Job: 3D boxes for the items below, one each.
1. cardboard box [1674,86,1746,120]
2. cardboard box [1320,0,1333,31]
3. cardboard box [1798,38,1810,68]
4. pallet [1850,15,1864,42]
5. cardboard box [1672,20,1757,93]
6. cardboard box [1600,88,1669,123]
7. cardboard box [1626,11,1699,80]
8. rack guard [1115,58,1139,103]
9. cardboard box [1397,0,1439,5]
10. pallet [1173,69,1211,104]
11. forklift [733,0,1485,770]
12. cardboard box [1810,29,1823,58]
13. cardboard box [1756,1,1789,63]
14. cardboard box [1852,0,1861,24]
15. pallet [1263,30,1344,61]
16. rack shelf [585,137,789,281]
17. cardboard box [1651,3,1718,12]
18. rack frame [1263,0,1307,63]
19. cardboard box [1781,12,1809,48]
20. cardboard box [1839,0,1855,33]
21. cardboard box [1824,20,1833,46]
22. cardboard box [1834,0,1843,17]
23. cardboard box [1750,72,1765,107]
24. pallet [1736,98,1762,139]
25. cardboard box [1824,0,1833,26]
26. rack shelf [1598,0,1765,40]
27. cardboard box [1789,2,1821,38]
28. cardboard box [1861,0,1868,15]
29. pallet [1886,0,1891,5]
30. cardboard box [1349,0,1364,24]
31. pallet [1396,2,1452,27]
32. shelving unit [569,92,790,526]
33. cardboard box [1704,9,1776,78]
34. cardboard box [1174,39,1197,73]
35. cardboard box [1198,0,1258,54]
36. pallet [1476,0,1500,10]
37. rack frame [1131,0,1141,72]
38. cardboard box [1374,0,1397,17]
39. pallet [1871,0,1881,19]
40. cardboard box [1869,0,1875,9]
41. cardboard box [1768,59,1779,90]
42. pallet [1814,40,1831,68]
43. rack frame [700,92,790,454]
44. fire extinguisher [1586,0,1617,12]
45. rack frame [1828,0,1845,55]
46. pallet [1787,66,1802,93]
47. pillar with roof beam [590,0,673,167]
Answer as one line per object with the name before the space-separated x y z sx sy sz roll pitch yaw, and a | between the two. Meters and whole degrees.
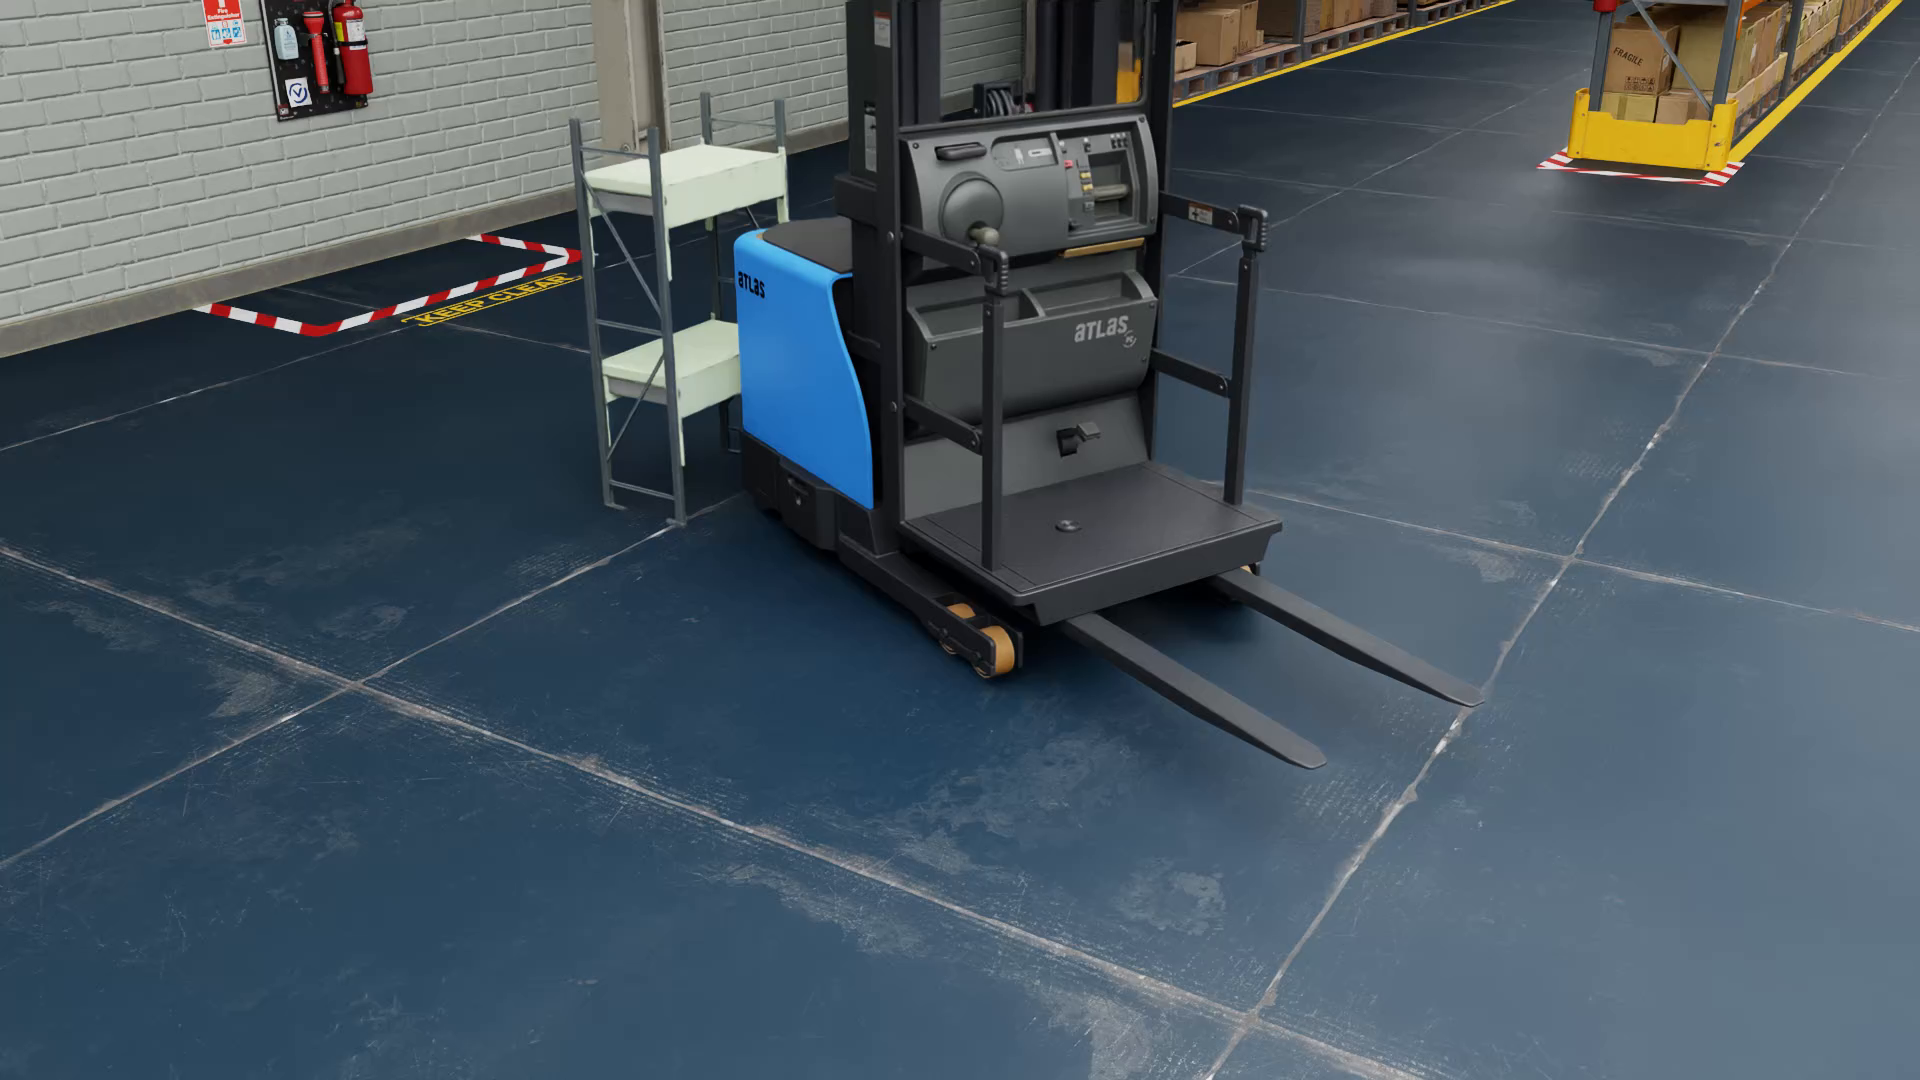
cardboard box | 6.192 -3.633 13.800 0.500 0.250 0.500 14 27 29
cardboard box | 3.963 -6.277 19.567 0.700 0.500 0.500 13 27 28
cardboard box | 8.263 -4.936 16.809 0.500 0.250 0.500 15 27 30
pallet | 10.749 -6.473 20.937 1.003 0.211 1.213 14 27 29
cardboard box | 6.193 -3.977 13.650 0.500 0.500 0.500 14 27 29
cardboard box | 5.491 -3.572 13.659 0.500 0.250 0.500 14 27 29
cardboard box | 6.004 -4.258 14.298 0.500 0.500 0.500 14 27 29
rack guard | 1.289 -4.314 15.586 1.175 0.500 0.348 14 27 29
cardboard box | 5.968 -7.563 22.121 0.750 0.750 0.750 13 27 28
pallet | 1.747 -4.448 16.260 1.003 0.211 1.213 14 27 29
forklift | 0.365 -1.123 5.154 1.130 2.935 3.031 -15 27 -30
cardboard box | 8.803 -5.283 17.610 0.500 0.250 0.500 14 27 30
cardboard box | 7.237 -4.655 15.216 0.500 0.500 0.500 14 27 29
cardboard box | 10.702 -6.593 20.298 0.500 0.500 0.500 13 27 28
pallet | 3.768 -5.769 19.310 1.003 0.211 1.213 14 27 29
rack shelf | -1.037 -1.268 6.309 0.431 0.370 0.720 14 27 28
cardboard box | 6.531 -4.595 15.078 0.500 0.500 0.500 14 27 29
rack frame | 3.359 -6.786 18.149 1.000 3.000 0.127 14 27 29
cardboard box | 7.999 -5.024 16.307 0.500 0.311 0.500 14 27 29
cardboard box | 10.162 -6.247 19.498 0.500 0.500 0.500 15 28 31
cardboard box | 9.340 -5.626 18.403 0.500 0.250 0.500 14 27 28
cardboard box | 9.612 -6.059 18.696 0.500 0.311 0.500 15 27 30
cardboard box | 6.724 -3.970 14.577 0.500 0.250 0.500 14 27 29
pallet | 6.471 -3.796 14.753 1.003 0.211 1.213 14 27 29
cardboard box | 9.075 -5.712 17.896 0.500 0.311 0.500 14 27 29
rack shelf | 6.514 -4.744 14.337 1.077 0.370 4.000 14 27 29
cardboard box | 8.539 -5.367 17.099 0.500 0.311 0.500 13 27 27
cardboard box | 11.240 -6.943 21.104 0.500 0.500 0.500 14 27 30
pallet | 13.439 -8.224 24.982 1.003 0.211 1.213 14 27 29
cardboard box | 4.525 -6.613 20.344 0.700 0.500 0.500 14 27 29
pallet | 5.949 -7.106 22.399 1.003 0.211 1.213 14 27 29
shelving unit | -1.037 -0.910 6.464 0.431 1.500 0.755 14 27 28
cardboard box | 6.725 -4.314 14.428 0.500 0.500 0.500 14 27 29
cardboard box | 1.991 -4.811 16.417 0.500 0.311 0.500 16 28 33
cardboard box | 2.845 -5.482 17.729 0.500 0.500 0.500 12 26 25
pallet | 7.236 -7.930 24.302 1.003 0.211 1.213 14 27 29
rack frame | 1.249 -5.436 15.030 1.000 3.000 0.127 14 27 29
cardboard box | 5.133 -6.936 21.090 0.700 0.500 0.500 14 27 30
pallet | 12.152 -7.401 23.080 1.003 0.211 1.213 14 27 29
cardboard box | 11.772 -7.277 21.877 0.500 0.500 0.500 14 27 29
cardboard box | 7.238 -4.311 15.364 0.500 0.250 0.500 14 27 29
pallet | 9.212 -5.549 18.803 1.003 0.211 1.213 14 27 29
rack frame | -0.847 -1.034 6.751 0.400 1.500 0.023 14 27 28
fire extinguisher | 5.002 -4.421 12.783 0.296 0.674 0.183 14 27 29
rack frame | 9.679 -7.099 18.872 1.000 3.000 0.127 14 27 29
pallet | 7.925 -4.726 16.901 1.003 0.211 1.213 14 27 29
pillar with roof beam | 1.376 -5.679 8.041 9.100 9.000 0.400 14 27 29
